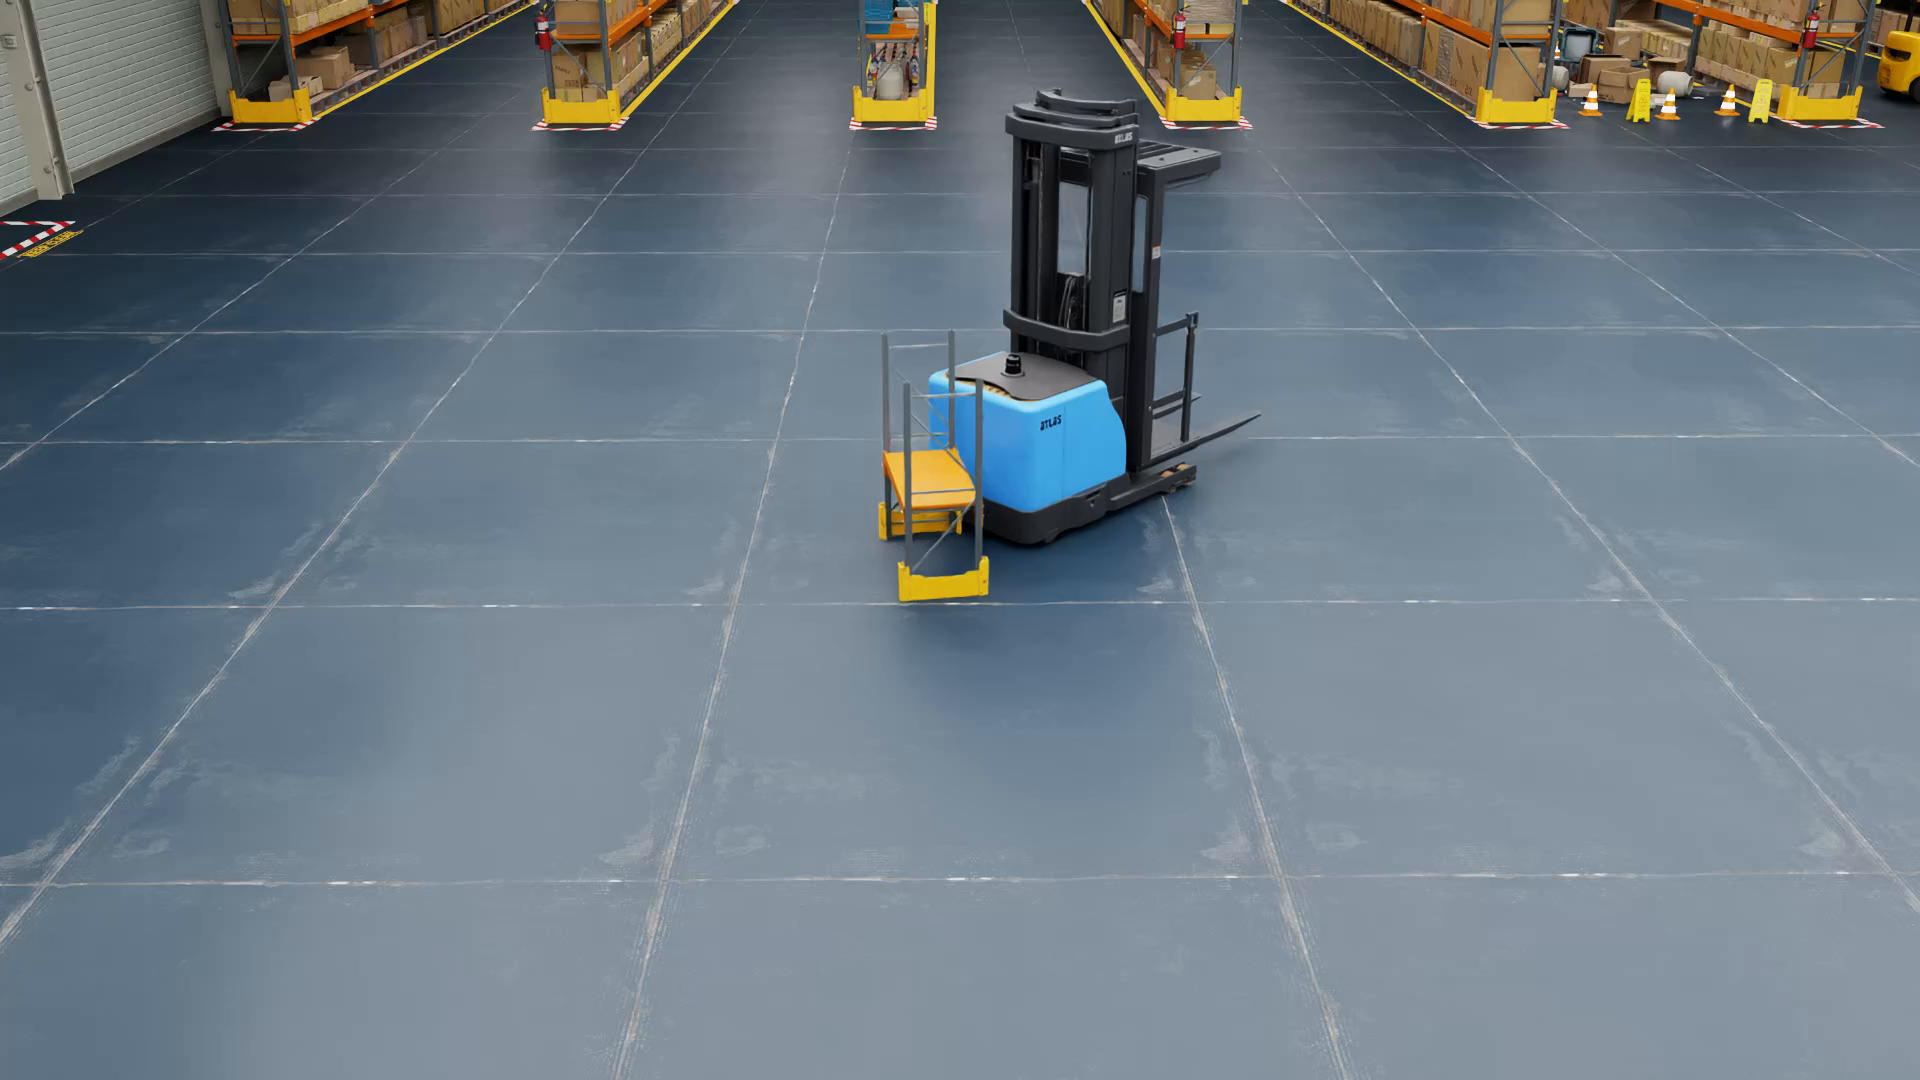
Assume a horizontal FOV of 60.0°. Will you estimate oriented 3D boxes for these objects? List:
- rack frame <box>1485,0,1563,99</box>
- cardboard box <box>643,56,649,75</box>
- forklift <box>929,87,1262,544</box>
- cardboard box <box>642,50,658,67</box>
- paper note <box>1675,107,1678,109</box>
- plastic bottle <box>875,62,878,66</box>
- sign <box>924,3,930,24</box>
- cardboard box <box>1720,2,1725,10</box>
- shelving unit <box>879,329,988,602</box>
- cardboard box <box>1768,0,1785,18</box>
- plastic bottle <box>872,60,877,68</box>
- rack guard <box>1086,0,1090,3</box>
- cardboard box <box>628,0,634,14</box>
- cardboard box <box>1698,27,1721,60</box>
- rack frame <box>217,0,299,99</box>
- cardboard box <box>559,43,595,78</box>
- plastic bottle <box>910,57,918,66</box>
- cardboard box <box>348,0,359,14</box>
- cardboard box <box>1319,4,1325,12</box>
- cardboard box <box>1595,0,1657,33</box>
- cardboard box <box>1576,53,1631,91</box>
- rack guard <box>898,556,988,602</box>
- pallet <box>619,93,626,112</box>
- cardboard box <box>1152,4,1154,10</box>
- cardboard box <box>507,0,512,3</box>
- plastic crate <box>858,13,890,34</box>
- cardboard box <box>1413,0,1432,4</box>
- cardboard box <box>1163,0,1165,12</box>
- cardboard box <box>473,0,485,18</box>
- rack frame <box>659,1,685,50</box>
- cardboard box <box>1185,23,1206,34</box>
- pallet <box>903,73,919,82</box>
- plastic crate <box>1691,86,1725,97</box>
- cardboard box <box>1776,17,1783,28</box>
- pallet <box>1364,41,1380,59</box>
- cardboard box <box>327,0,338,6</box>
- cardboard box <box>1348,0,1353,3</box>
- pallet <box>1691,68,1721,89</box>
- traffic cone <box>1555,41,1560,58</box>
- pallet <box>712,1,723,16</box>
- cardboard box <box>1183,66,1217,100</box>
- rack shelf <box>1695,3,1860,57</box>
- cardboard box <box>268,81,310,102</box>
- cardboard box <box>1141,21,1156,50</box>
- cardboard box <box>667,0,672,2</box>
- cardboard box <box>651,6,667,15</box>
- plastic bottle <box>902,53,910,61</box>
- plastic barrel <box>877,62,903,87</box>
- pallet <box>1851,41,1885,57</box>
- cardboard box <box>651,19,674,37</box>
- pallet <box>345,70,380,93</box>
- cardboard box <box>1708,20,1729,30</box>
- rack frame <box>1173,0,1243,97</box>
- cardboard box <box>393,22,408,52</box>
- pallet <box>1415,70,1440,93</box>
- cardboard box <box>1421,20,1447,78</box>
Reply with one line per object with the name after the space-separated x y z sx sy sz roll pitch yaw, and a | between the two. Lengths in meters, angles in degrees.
8.852 -8.081 25.976 1.000 3.000 0.127 0 24 -1 | rack frame
-5.834 -8.454 29.628 0.500 0.250 0.500 0 24 -1 | cardboard box
1.155 -1.819 12.216 1.130 2.935 3.031 22 32 40 | forklift
-5.815 -8.811 30.419 0.500 0.250 0.500 -1 24 -2 | cardboard box
11.800 -7.172 27.571 0.148 0.019 0.142 -9 26 -19 | paper note
-1.470 -8.211 29.041 0.097 0.271 0.097 0 24 0 | plastic bottle
-0.511 -8.204 25.914 0.100 0.325 0.005 0 24 -1 | sign
13.528 -9.334 29.052 0.380 0.149 0.250 0 24 -1 | cardboard box
-0.194 -0.517 11.073 0.587 1.500 1.083 -4 25 -9 | shelving unit
13.519 -8.754 26.984 0.500 0.500 0.500 0 24 0 | cardboard box
-1.504 -8.132 28.771 0.144 0.351 0.185 0 24 -1 | plastic bottle
3.717 -13.564 41.134 1.175 0.500 0.348 0 24 -1 | rack guard
-6.035 -9.351 28.663 0.700 0.500 0.500 -1 24 -1 | cardboard box
13.494 -8.829 29.547 0.500 0.500 0.500 1 24 2 | cardboard box
-10.968 -8.033 25.872 1.000 3.000 0.127 0 24 -1 | rack frame
-6.343 -7.969 27.646 0.500 0.500 0.500 0 24 -1 | cardboard box
-0.804 -8.243 29.017 0.144 0.351 0.185 0 24 -1 | plastic bottle
-10.706 -9.223 28.660 0.500 0.250 0.500 0 24 0 | cardboard box
8.376 -12.078 37.764 0.380 0.149 0.250 0 24 0 | cardboard box
13.789 -10.949 34.388 0.875 0.875 0.875 0 24 -1 | cardboard box
11.232 -8.167 29.031 0.797 0.637 0.503 0 24 -1 | cardboard box
-0.109 0.255 10.884 0.587 0.250 0.087 -4 25 -9 | rack guard
-6.065 -7.101 27.195 1.003 0.211 1.213 0 24 -1 | pallet
3.569 -9.338 29.061 0.380 0.149 0.250 0 24 -1 | cardboard box
-11.023 -12.977 39.327 0.700 0.500 0.500 -1 24 -2 | cardboard box
-1.366 -8.215 26.454 0.499 0.251 0.616 0 24 -1 | plastic crate
8.536 -9.988 30.073 0.500 0.500 0.500 0 24 -1 | cardboard box
3.825 -8.919 27.349 0.875 0.500 0.500 0 24 -1 | cardboard box
-10.962 -11.922 36.570 0.750 0.750 0.750 0 24 0 | cardboard box
-6.102 -11.353 33.213 1.000 3.000 0.127 0 24 -1 | rack frame
3.682 -8.102 26.329 0.380 0.149 0.250 0 24 -1 | cardboard box
-1.139 -8.178 29.577 1.003 0.211 1.213 0 24 -1 | pallet
12.954 -7.812 28.925 0.402 0.080 0.583 -9 26 -19 | plastic crate
13.488 -8.393 26.972 0.380 0.149 0.250 -1 24 -1 | cardboard box
8.698 -9.781 33.121 1.003 0.211 1.213 0 24 -1 | pallet
-10.685 -9.143 27.573 0.500 0.500 0.500 0 24 1 | cardboard box
8.489 -11.469 35.083 0.500 0.250 0.500 0 24 1 | cardboard box
13.800 -8.246 29.725 1.003 0.211 1.213 0 24 -1 | pallet
11.341 -9.256 31.655 0.336 0.463 0.334 0 24 -1 | traffic cone
-6.168 -12.518 39.172 1.003 0.211 1.213 0 24 -1 | pallet
3.901 -7.410 27.017 0.500 0.500 0.500 4 25 9 | cardboard box
13.779 -8.641 28.088 1.077 0.370 4.000 0 24 -1 | rack shelf
-10.885 -7.294 26.966 0.500 0.311 0.500 -3 25 -7 | cardboard box
3.863 -9.720 32.100 0.700 0.500 0.500 2 24 4 | cardboard box
-6.367 -11.586 35.316 0.500 0.250 0.500 -1 24 -2 | cardboard box
-6.347 -10.799 34.487 0.500 0.500 0.500 1 24 2 | cardboard box
-0.954 -8.455 29.484 0.144 0.351 0.185 0 24 -1 | plastic bottle
-1.150 -7.613 27.452 0.421 0.512 0.421 0 24 0 | plastic barrel
18.647 -9.855 33.283 1.003 0.211 1.213 0 24 -1 | pallet
-5.835 -9.911 32.169 0.500 0.311 0.500 0 24 -1 | cardboard box
-10.969 -8.134 29.479 1.003 0.211 1.213 0 24 -1 | pallet
13.435 -9.072 29.299 0.380 0.149 0.250 0 24 0 | cardboard box
3.891 -8.100 26.019 1.000 3.000 0.127 0 24 -1 | rack frame
-11.072 -9.677 32.006 0.700 0.500 0.500 0 24 -1 | cardboard box
8.739 -8.145 29.502 1.003 0.211 1.213 0 24 -1 | pallet
8.745 -8.693 29.398 0.875 0.875 0.875 0 24 0 | cardboard box
